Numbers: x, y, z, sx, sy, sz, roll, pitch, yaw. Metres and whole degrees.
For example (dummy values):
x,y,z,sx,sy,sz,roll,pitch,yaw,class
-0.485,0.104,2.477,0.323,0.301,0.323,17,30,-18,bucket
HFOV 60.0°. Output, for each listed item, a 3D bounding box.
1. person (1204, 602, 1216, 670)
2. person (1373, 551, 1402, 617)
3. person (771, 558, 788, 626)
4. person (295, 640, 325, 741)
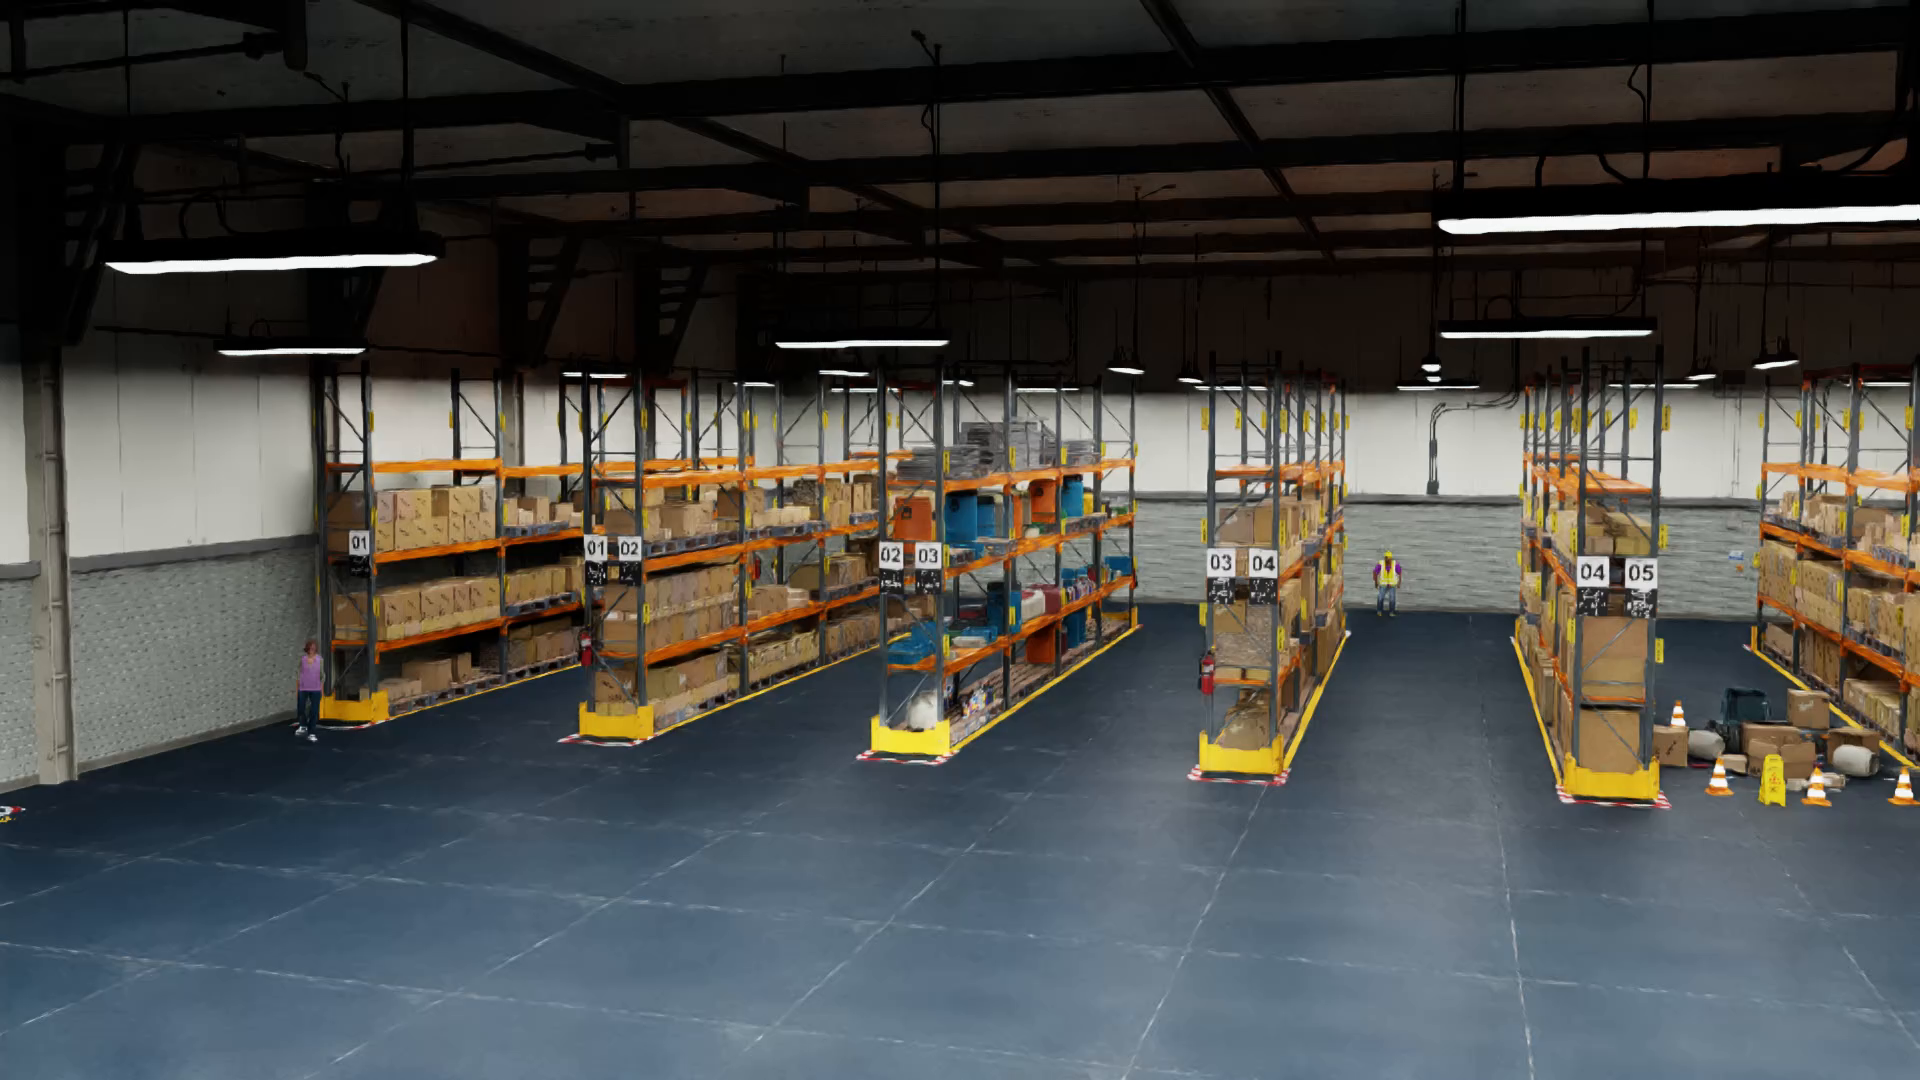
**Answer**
x,y,z,sx,sy,sz,roll,pitch,yaw,class
5.110,1.740,33.450,0.583,1.718,0.630,3,5,38,person
10.900,1.125,42.408,0.719,1.714,0.578,1,4,14,person
-4.452,1.236,40.734,0.385,1.678,0.592,0,4,6,person
-10.217,2.403,26.115,0.469,1.479,0.500,-2,4,-22,person
